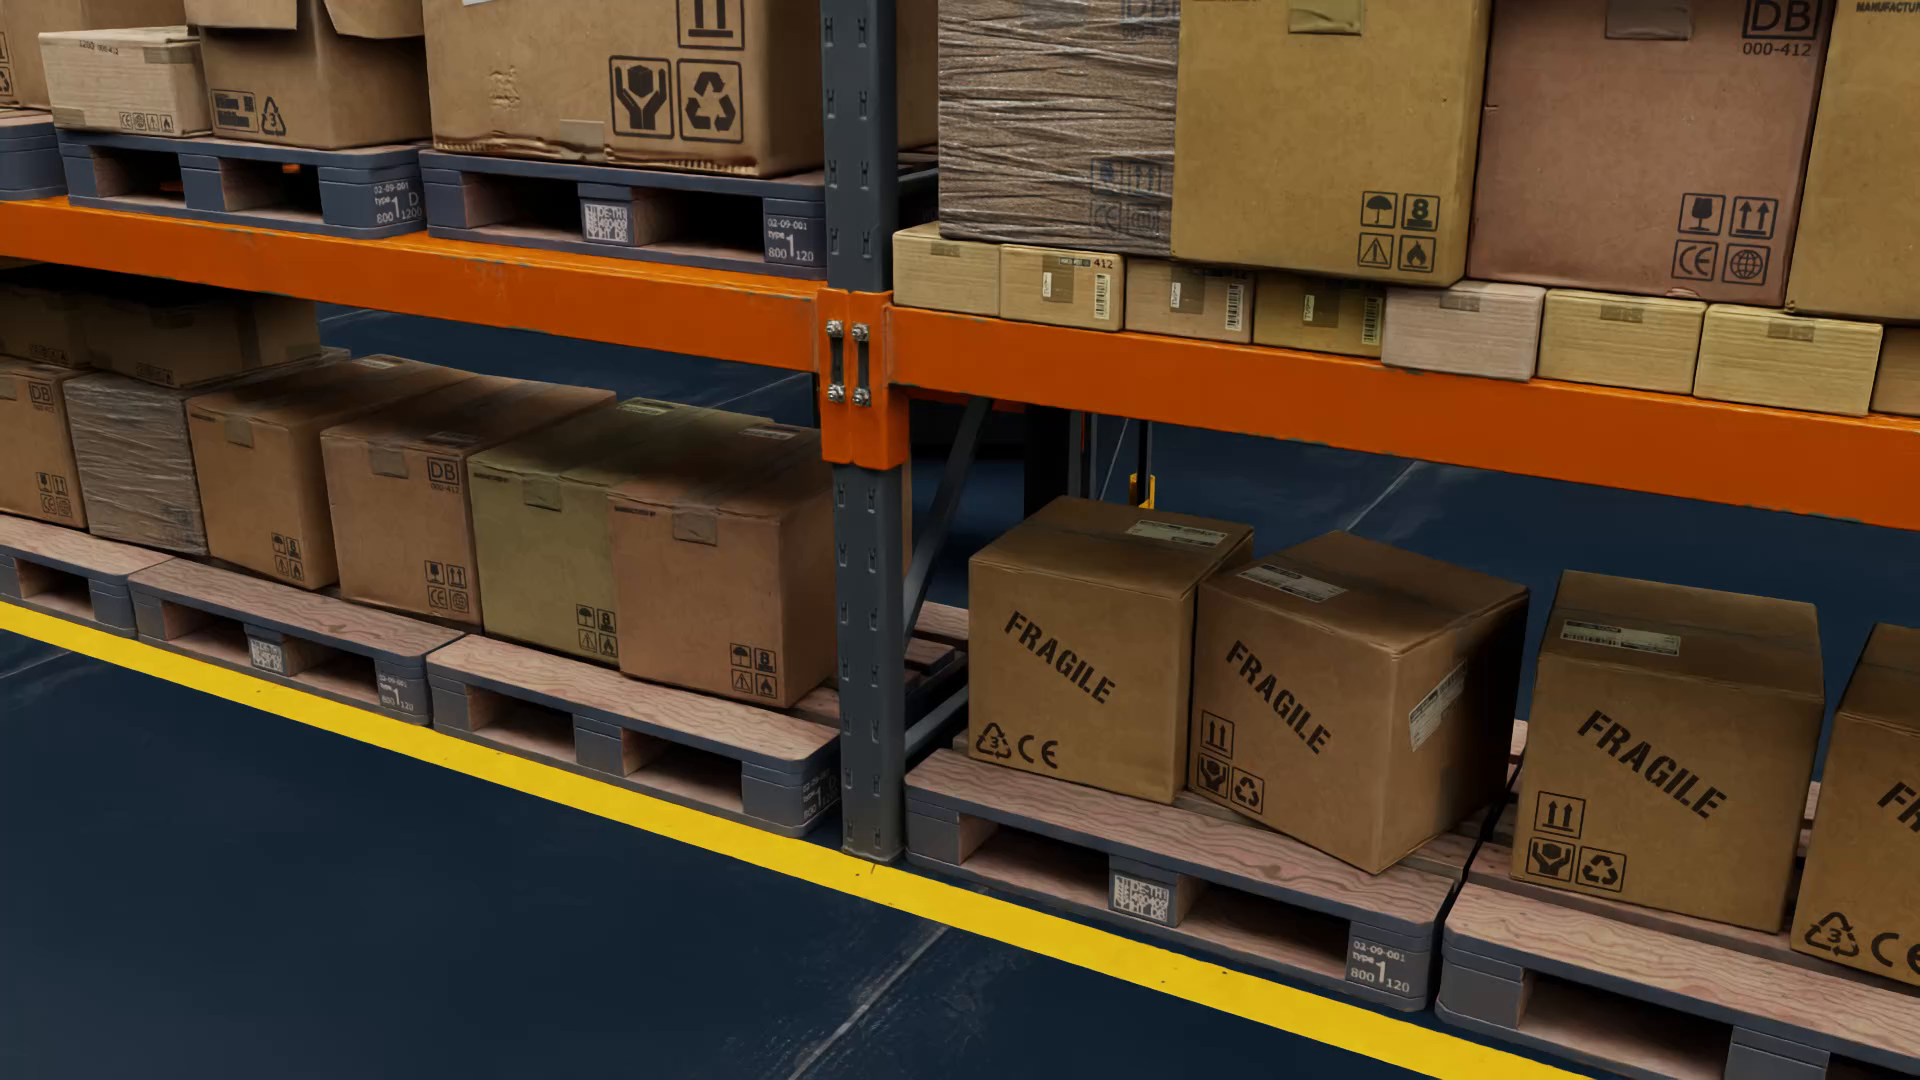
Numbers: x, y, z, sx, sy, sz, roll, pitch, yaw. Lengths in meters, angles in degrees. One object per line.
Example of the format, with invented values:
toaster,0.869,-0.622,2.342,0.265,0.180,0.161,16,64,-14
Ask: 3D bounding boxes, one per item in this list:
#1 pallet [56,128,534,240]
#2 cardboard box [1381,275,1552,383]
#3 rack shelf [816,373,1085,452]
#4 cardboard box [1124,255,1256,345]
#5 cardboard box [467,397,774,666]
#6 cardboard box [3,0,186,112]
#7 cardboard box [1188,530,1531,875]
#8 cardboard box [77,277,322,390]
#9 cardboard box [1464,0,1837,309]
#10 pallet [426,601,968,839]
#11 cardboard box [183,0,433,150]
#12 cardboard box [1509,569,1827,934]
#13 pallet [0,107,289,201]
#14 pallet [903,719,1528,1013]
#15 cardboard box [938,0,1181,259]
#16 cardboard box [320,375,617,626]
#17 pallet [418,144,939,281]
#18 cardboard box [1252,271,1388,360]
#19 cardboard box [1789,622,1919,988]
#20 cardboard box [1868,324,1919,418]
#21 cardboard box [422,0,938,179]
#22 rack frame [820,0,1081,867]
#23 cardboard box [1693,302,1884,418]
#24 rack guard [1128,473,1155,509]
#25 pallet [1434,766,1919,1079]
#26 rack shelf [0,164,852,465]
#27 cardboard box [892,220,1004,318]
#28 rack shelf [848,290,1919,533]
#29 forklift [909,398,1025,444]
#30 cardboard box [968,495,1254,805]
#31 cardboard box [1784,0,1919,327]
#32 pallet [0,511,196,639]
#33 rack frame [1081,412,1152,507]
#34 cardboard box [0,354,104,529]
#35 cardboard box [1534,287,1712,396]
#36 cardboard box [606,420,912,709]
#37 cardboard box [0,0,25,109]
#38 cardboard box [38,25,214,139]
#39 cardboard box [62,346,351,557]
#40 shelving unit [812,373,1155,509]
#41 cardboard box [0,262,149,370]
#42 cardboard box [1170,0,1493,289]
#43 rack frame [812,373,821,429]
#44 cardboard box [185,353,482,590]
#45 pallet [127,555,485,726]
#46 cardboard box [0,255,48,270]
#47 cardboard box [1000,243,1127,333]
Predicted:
pallet,-1.721,-1.079,4.722,1.213,0.211,1.003,11,23,27
cardboard box,0.929,-0.406,2.955,0.250,0.149,0.380,11,23,27
rack shelf,0.074,-0.522,5.632,1.000,0.185,0.538,11,23,27
cardboard box,0.507,-0.499,3.210,0.250,0.149,0.380,11,23,27
cardboard box,-0.910,-0.046,4.614,0.500,0.500,0.700,11,22,27
cardboard box,-2.442,-1.590,5.086,0.500,0.500,0.700,15,25,35
cardboard box,0.856,0.328,3.612,0.500,0.500,0.500,-17,26,-39
cardboard box,-2.402,-0.683,5.269,0.500,0.250,0.500,14,24,33
cardboard box,1.290,-0.768,3.000,0.500,0.500,0.875,11,23,27
pallet,-0.658,0.361,4.561,1.213,0.211,1.003,11,23,27
cardboard box,-1.536,-1.328,4.359,0.637,0.503,0.797,13,24,33
cardboard box,1.437,0.408,3.391,0.500,0.500,0.500,9,22,23
pallet,-2.795,-1.309,5.357,1.003,0.211,1.213,11,23,27
pallet,0.626,0.591,3.926,1.213,0.211,1.003,11,23,27
cardboard box,0.385,-0.915,3.405,0.500,0.500,0.875,11,23,27
cardboard box,-1.399,-0.139,4.870,0.500,0.500,0.700,9,22,23
pallet,-0.574,-0.901,4.232,1.213,0.211,1.003,11,23,27
cardboard box,0.730,-0.460,3.103,0.250,0.149,0.380,11,23,27
cardboard box,1.902,0.514,3.099,0.500,0.500,0.500,13,24,32
cardboard box,1.620,-0.304,2.673,0.250,0.149,0.380,11,23,27
cardboard box,-0.603,-1.474,4.035,1.000,1.000,1.000,11,23,28
rack frame,0.023,-0.821,3.730,0.127,3.000,1.000,11,23,27
cardboard box,1.380,-0.332,2.750,0.250,0.149,0.380,11,23,27
rack guard,0.501,-0.022,5.559,0.087,0.250,0.587,11,23,27
pallet,1.696,0.794,3.368,1.213,0.211,1.003,11,23,27
rack shelf,-1.723,-0.815,4.769,4.000,0.370,1.077,11,23,27
cardboard box,0.064,-0.578,3.427,0.250,0.149,0.380,11,23,27
rack shelf,1.769,-0.150,2.935,4.000,0.370,1.077,11,23,27
forklift,0.068,-2.214,7.671,1.130,2.935,3.031,1,20,1
cardboard box,0.352,0.235,3.868,0.500,0.500,0.500,10,22,26
cardboard box,1.707,-0.672,2.737,0.500,0.500,0.875,11,23,27
pallet,-2.788,-0.045,5.679,1.213,0.211,1.003,11,23,27
rack frame,0.518,-0.606,5.337,0.032,1.500,0.500,11,23,27
cardboard box,-2.875,-0.412,5.624,0.500,0.500,0.700,10,22,24
cardboard box,1.167,-0.377,2.874,0.250,0.149,0.380,11,23,27
cardboard box,-0.503,0.039,4.380,0.500,0.500,0.700,9,22,23
cardboard box,-2.978,-1.653,5.260,0.500,0.500,0.500,8,21,21
cardboard box,-2.118,-1.266,4.560,0.500,0.250,0.500,10,22,26
cardboard box,-2.384,-0.324,5.380,0.500,0.500,0.700,9,22,23
shelving unit,0.067,-0.692,5.574,1.083,1.500,0.587,11,23,27
cardboard box,-2.870,-0.768,5.504,0.500,0.250,0.500,12,23,29
cardboard box,0.805,-0.821,3.147,0.500,0.500,0.875,11,23,27
rack frame,-0.369,-0.775,5.803,0.032,1.500,0.500,11,23,27
cardboard box,-1.886,-0.232,5.126,0.500,0.500,0.700,13,24,32
pallet,-1.727,0.158,5.119,1.213,0.211,1.003,11,23,27
cardboard box,-4.062,-0.806,6.188,0.875,0.875,1.225,10,22,25
cardboard box,0.276,-0.532,3.302,0.250,0.149,0.380,11,23,27
